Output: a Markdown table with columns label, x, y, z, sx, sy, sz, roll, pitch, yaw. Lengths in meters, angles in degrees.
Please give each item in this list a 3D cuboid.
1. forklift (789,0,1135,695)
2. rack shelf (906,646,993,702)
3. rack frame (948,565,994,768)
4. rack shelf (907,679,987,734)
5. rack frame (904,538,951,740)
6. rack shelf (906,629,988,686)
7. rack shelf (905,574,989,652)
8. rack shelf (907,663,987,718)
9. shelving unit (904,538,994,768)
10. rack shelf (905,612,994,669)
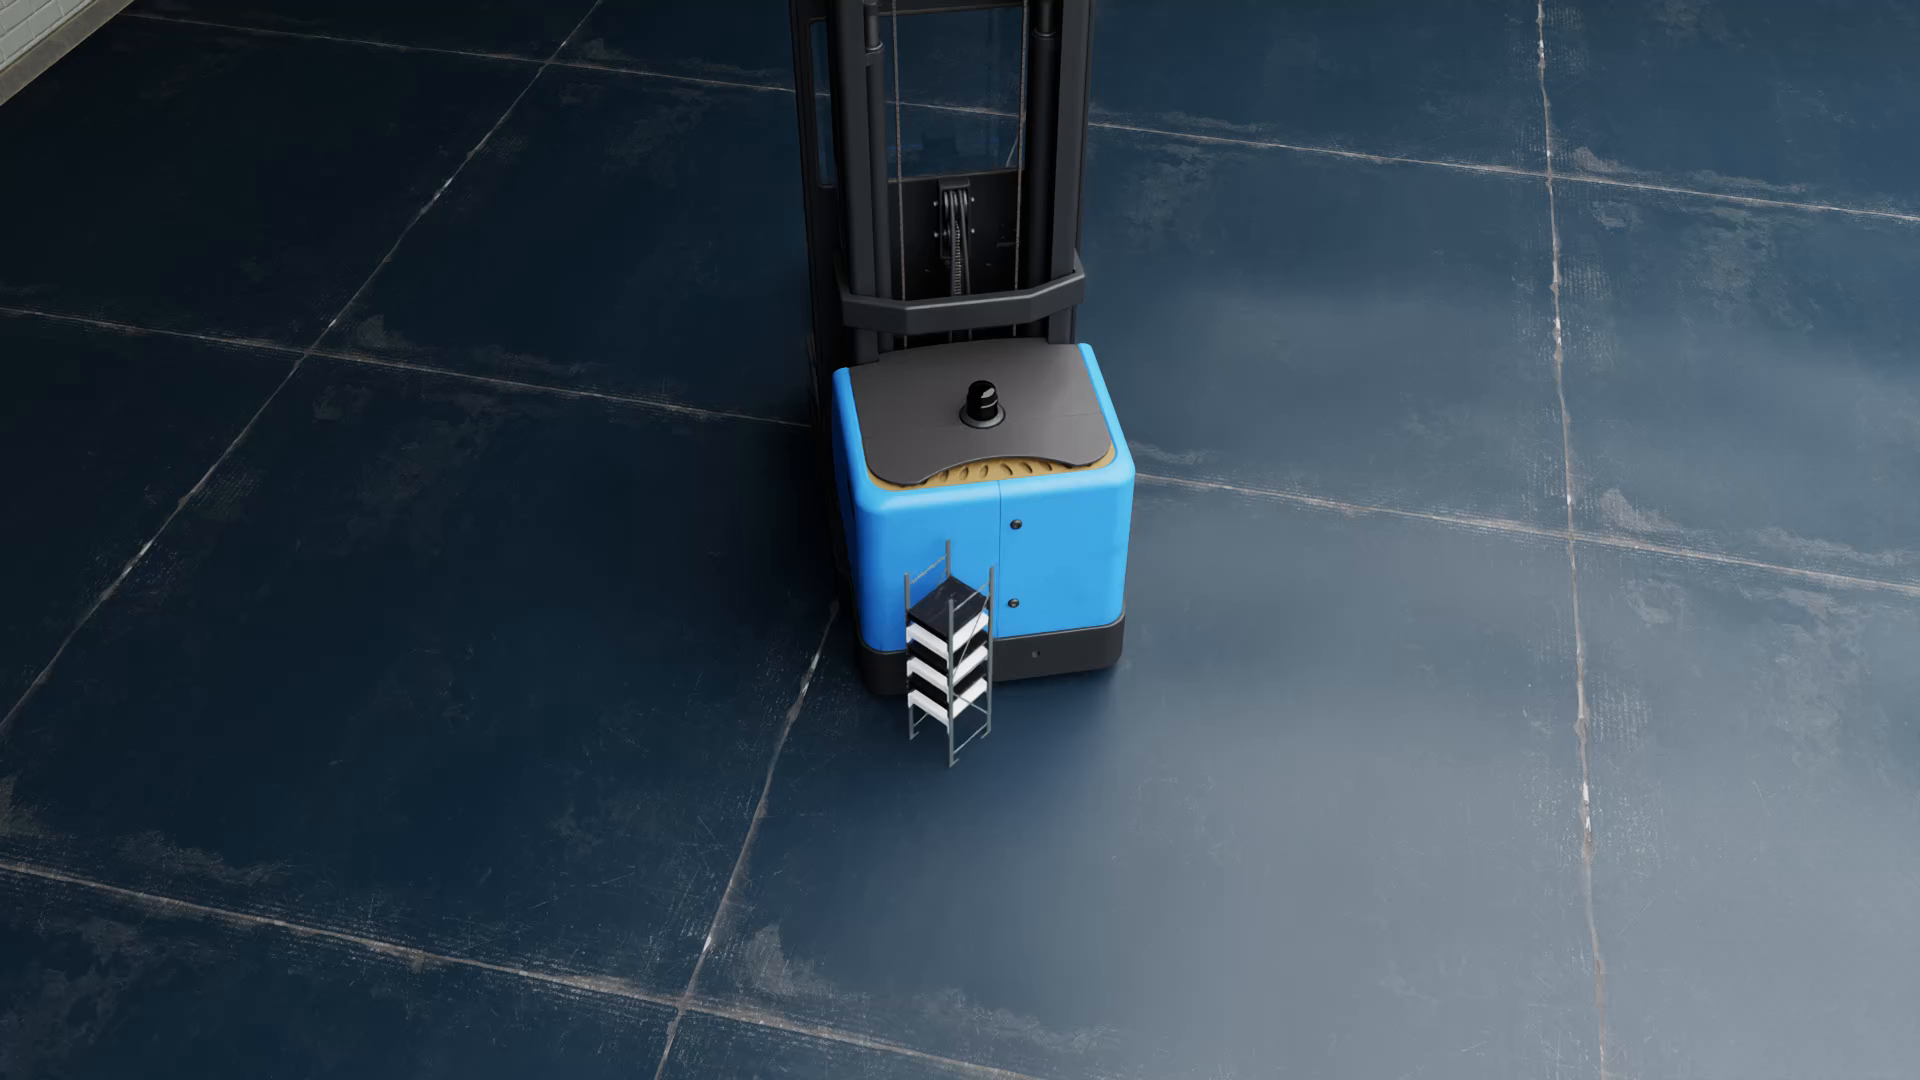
| label | x | y | z | sx | sy | sz | roll | pitch | yaw |
| --- | --- | --- | --- | --- | --- | --- | --- | --- | --- |
| forklift | -0.102 | -1.483 | 6.638 | 1.130 | 2.935 | 3.031 | -7 | 44 | -7 |
| rack shelf | -0.038 | 0.454 | 6.137 | 0.200 | 0.077 | 0.258 | 31 | 52 | 28 |
| rack frame | 0.039 | 0.476 | 6.066 | 0.006 | 0.900 | 0.240 | 31 | 52 | 28 |
| rack shelf | -0.038 | 0.584 | 6.261 | 0.200 | 0.077 | 0.258 | 31 | 52 | 28 |
| rack frame | -0.115 | 0.384 | 6.162 | 0.006 | 0.900 | 0.240 | 31 | 52 | 28 |
| rack shelf | -0.038 | 0.389 | 6.075 | 0.200 | 0.077 | 0.258 | 31 | 52 | 28 |
| rack shelf | -0.037 | 0.259 | 5.950 | 0.200 | 0.077 | 0.258 | 31 | 52 | 28 |
| rack shelf | -0.038 | 0.519 | 6.199 | 0.200 | 0.077 | 0.258 | 31 | 52 | 28 |
| shelving unit | -0.038 | 0.430 | 6.114 | 0.210 | 0.900 | 0.258 | 31 | 52 | 28 |
| rack shelf | -0.038 | 0.324 | 6.012 | 0.200 | 0.077 | 0.258 | 31 | 52 | 28 |
